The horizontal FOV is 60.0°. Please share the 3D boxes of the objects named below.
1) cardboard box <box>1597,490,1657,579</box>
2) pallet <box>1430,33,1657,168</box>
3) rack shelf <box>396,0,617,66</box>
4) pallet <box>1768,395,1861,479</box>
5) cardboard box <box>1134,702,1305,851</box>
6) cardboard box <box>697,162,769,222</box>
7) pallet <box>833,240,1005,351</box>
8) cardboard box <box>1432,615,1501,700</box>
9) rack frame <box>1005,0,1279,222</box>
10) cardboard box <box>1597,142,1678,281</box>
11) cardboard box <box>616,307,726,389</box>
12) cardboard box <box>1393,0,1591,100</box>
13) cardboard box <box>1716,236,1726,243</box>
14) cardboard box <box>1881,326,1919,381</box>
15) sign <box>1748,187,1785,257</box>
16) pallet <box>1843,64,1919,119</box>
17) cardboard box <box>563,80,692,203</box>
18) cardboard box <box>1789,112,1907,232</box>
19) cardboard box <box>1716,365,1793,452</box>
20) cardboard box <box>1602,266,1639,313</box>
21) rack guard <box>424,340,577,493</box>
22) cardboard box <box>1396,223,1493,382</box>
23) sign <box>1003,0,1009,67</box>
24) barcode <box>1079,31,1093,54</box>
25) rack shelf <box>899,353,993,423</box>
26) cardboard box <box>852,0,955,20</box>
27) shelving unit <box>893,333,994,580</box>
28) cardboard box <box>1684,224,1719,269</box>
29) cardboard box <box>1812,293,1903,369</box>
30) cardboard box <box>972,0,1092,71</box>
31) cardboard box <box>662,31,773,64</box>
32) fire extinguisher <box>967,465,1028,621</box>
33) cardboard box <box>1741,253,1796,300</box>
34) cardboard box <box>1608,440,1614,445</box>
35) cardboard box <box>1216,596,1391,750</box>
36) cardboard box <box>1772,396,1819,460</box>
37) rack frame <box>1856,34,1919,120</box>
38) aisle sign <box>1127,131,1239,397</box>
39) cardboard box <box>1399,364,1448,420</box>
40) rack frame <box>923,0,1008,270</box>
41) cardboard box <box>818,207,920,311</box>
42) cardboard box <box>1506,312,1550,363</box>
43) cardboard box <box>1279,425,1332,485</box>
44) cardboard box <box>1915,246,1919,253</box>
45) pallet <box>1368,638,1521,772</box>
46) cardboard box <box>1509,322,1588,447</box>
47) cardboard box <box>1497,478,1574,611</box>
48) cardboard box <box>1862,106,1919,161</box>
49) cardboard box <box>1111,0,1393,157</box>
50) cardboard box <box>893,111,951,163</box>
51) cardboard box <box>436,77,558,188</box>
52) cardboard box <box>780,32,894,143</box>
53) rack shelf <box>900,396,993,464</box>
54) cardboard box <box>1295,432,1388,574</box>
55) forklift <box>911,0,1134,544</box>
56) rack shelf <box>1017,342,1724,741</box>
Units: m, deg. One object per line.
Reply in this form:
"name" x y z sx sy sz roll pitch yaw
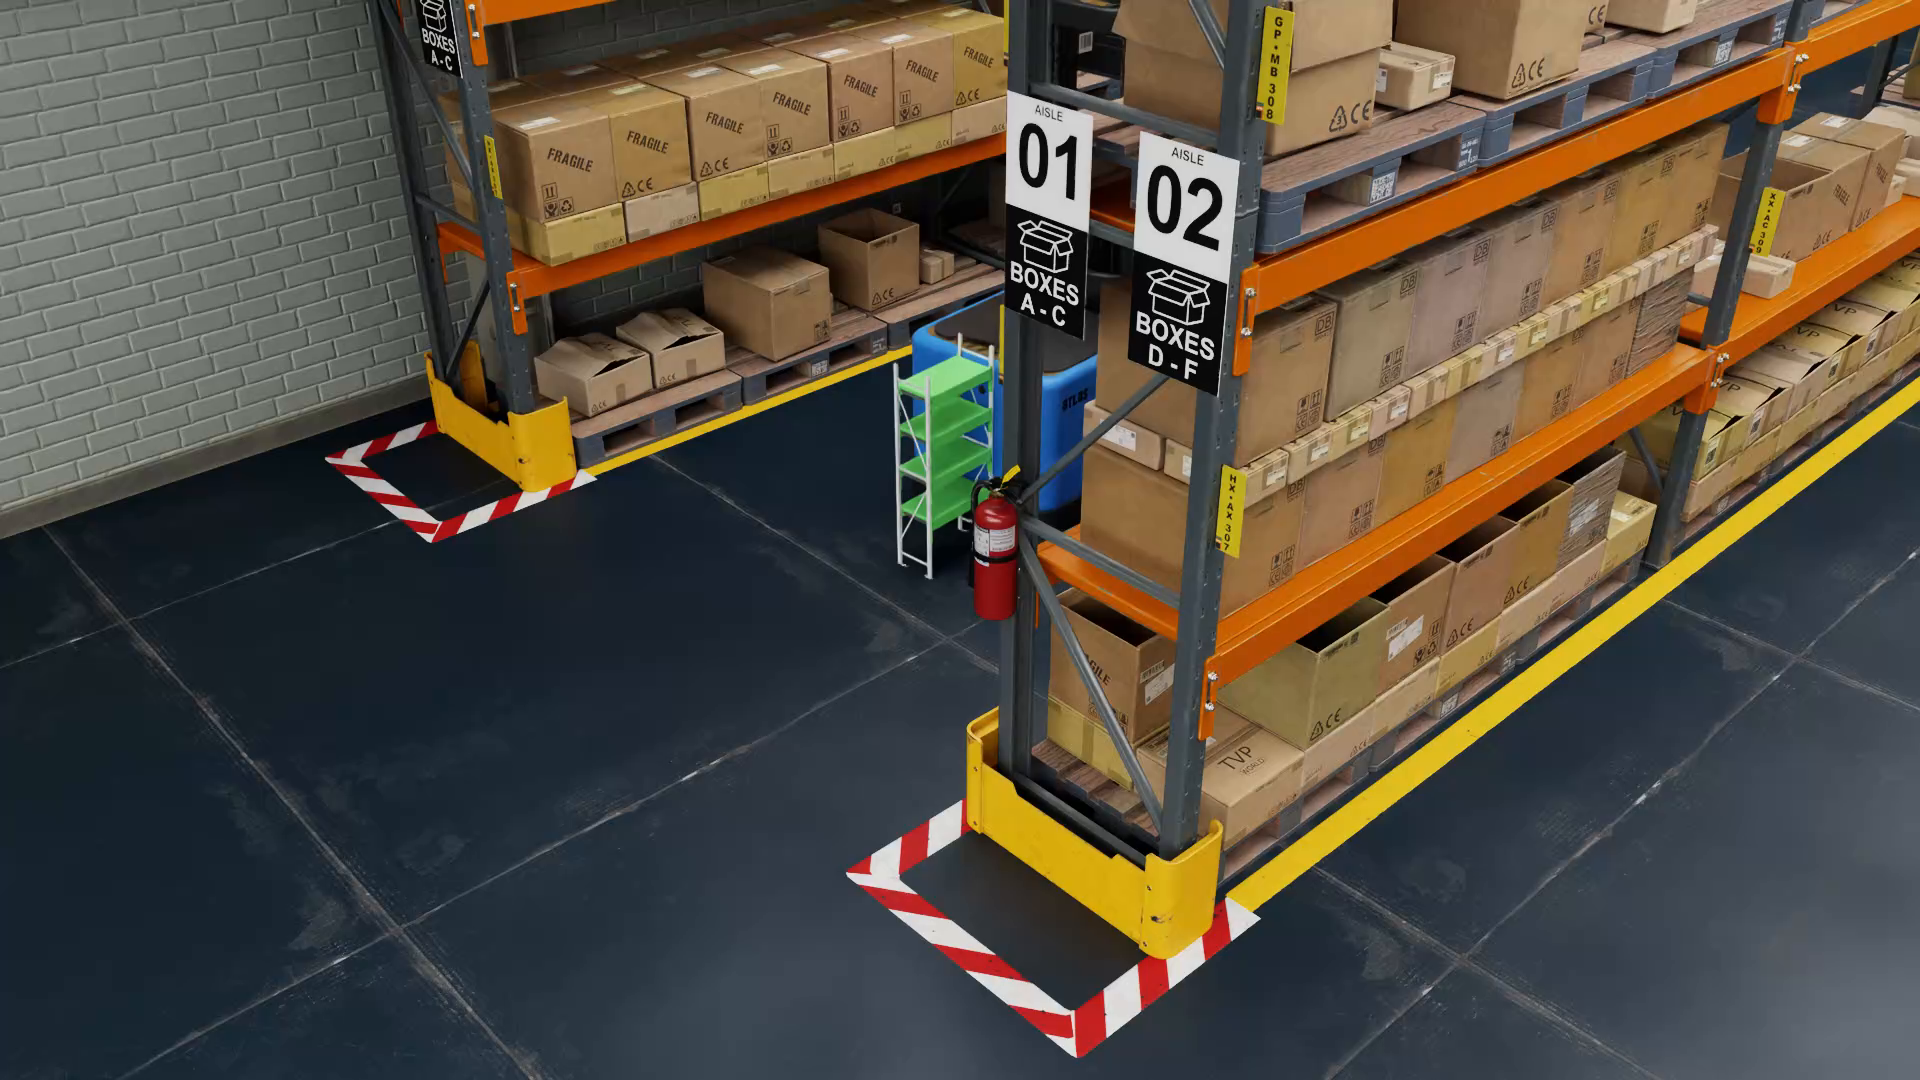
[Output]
"cardboard box" 3.284 -0.083 8.744 0.500 0.250 0.500 -26 40 -35
"pallet" 1.974 -1.824 6.567 1.213 0.211 1.003 -26 40 -35
"rack shelf" -1.361 -3.482 9.884 4.000 0.370 1.077 -26 40 -35
"pallet" 4.885 -0.847 10.432 1.213 0.211 1.003 -26 40 -35
"cardboard box" 1.087 0.982 7.001 0.500 0.250 0.500 -26 40 -35
"cardboard box" -1.506 -2.164 10.039 0.500 0.250 0.500 -27 40 -36
"pallet" -0.363 -1.778 11.955 1.213 0.211 1.003 -26 40 -35
"cardboard box" 2.188 0.451 7.870 0.500 0.250 0.500 -26 40 -35
"rack frame" 0.543 -2.466 4.657 0.127 3.000 1.000 -26 40 -35
"cardboard box" 2.785 -1.582 7.622 0.500 0.500 0.700 -26 40 -36
"cardboard box" -1.841 -1.254 10.581 0.500 0.311 0.500 -22 38 -32
"cardboard box" 1.946 -1.952 6.059 0.500 0.500 0.500 -26 40 -35
"cardboard box" 3.996 -1.650 9.202 0.258 0.266 0.396 -27 40 -37
"cardboard box" 5.814 -1.286 10.711 0.500 0.250 0.500 -26 40 -36
"sign" 3.854 -1.517 7.949 0.005 0.325 0.100 -26 40 -35
"pallet" 6.858 -2.930 11.349 1.003 0.211 1.213 -26 40 -35
"cardboard box" -1.904 -2.290 9.526 0.500 0.500 0.500 -26 40 -35
"cardboard box" 5.190 -2.185 9.853 0.500 0.500 0.500 27 40 36
"cardboard box" 4.319 -0.797 9.374 0.500 0.311 0.500 -26 40 -36
"cardboard box" 2.857 -1.192 7.606 0.250 0.149 0.380 -26 40 -36
"rack guard" -2.772 -0.761 10.015 0.348 0.500 1.175 -26 40 -35
"cardboard box" 1.684 -1.050 6.752 0.500 0.500 0.700 -26 40 -35
"sign" 0.184 -1.743 5.576 0.005 0.325 0.100 -26 40 -35
"barcode" 0.436 -1.725 5.765 0.075 0.075 0.001 -26 40 -35
"rack shelf" -0.080 -0.791 8.596 0.258 0.148 0.480 25 39 35
"cardboard box" -0.382 -3.397 11.335 0.500 0.500 0.500 -27 40 -36
"shelving unit" -0.080 -0.436 8.813 0.258 1.200 0.503 25 39 35
"cardboard box" 3.422 -1.466 8.055 0.250 0.149 0.380 -26 40 -35
"cardboard box" 5.444 -1.345 10.269 0.500 0.311 0.500 -26 40 -36
"cardboard box" 0.501 -3.617 11.772 0.500 0.500 0.700 -26 40 -35
"cardboard box" -1.506 -2.852 10.444 0.500 0.500 0.500 -25 39 -35
"fire extinguisher" 0.140 -0.009 6.464 0.183 0.674 0.296 -26 40 -35
"cardboard box" 4.265 -1.454 8.994 0.250 0.149 0.380 -26 40 -35
"cardboard box" 3.578 -0.824 9.418 0.500 0.311 0.500 -26 40 -35
"cardboard box" 1.453 0.484 7.097 0.500 0.500 0.500 -26 40 -35
"cardboard box" 4.694 -0.745 9.827 0.500 0.250 0.500 -27 41 -37
"rack frame" 6.409 -2.744 10.862 0.127 3.000 1.000 -26 40 -35
"aisle sign" 0.703 -0.875 5.314 0.004 0.787 0.394 -26 40 -35
"cardboard box" 1.733 -0.649 6.719 0.250 0.149 0.380 -27 41 -37
"rack frame" 0.105 -3.219 11.639 0.127 3.000 1.000 -26 40 -35
"cardboard box" -0.629 -1.957 11.549 0.500 0.500 0.500 26 40 35
"cardboard box" 2.297 -0.921 7.163 0.250 0.149 0.380 -24 39 -34
"cardboard box" 1.169 -0.377 6.274 0.250 0.149 0.380 -27 41 -37
"cardboard box" 6.937 -1.917 11.485 0.500 0.500 0.500 -24 39 -34
"pallet" 1.969 0.565 8.123 1.213 0.211 1.003 -26 40 -35
"cardboard box" 2.402 -0.842 7.656 0.500 0.500 0.700 -25 39 -35
"cardboard box" 2.546 -0.052 7.973 0.500 0.500 0.500 -26 40 -35
"cardboard box" 6.113 -2.594 10.702 0.500 0.311 0.500 -23 38 -33
"cardboard box" 0.967 -1.671 5.597 0.637 0.503 0.797 -23 38 -32
"cardboard box" -0.407 -2.706 10.925 0.500 0.250 0.500 -26 40 -35
"cardboard box" -2.627 -2.313 9.563 0.500 0.500 0.500 -26 40 -36
"cardboard box" -0.770 -2.844 10.431 0.500 0.500 0.500 -27 41 -37
"rack shelf" -0.080 -0.586 8.721 0.258 0.148 0.480 25 39 35
"cardboard box" 1.276 -0.298 6.766 0.500 0.500 0.700 -25 39 -34
"forklift" 1.080 -1.879 9.513 1.130 2.935 3.031 25 39 35
"rack shelf" 2.009 -0.309 7.570 4.000 0.370 1.077 -26 40 -35
